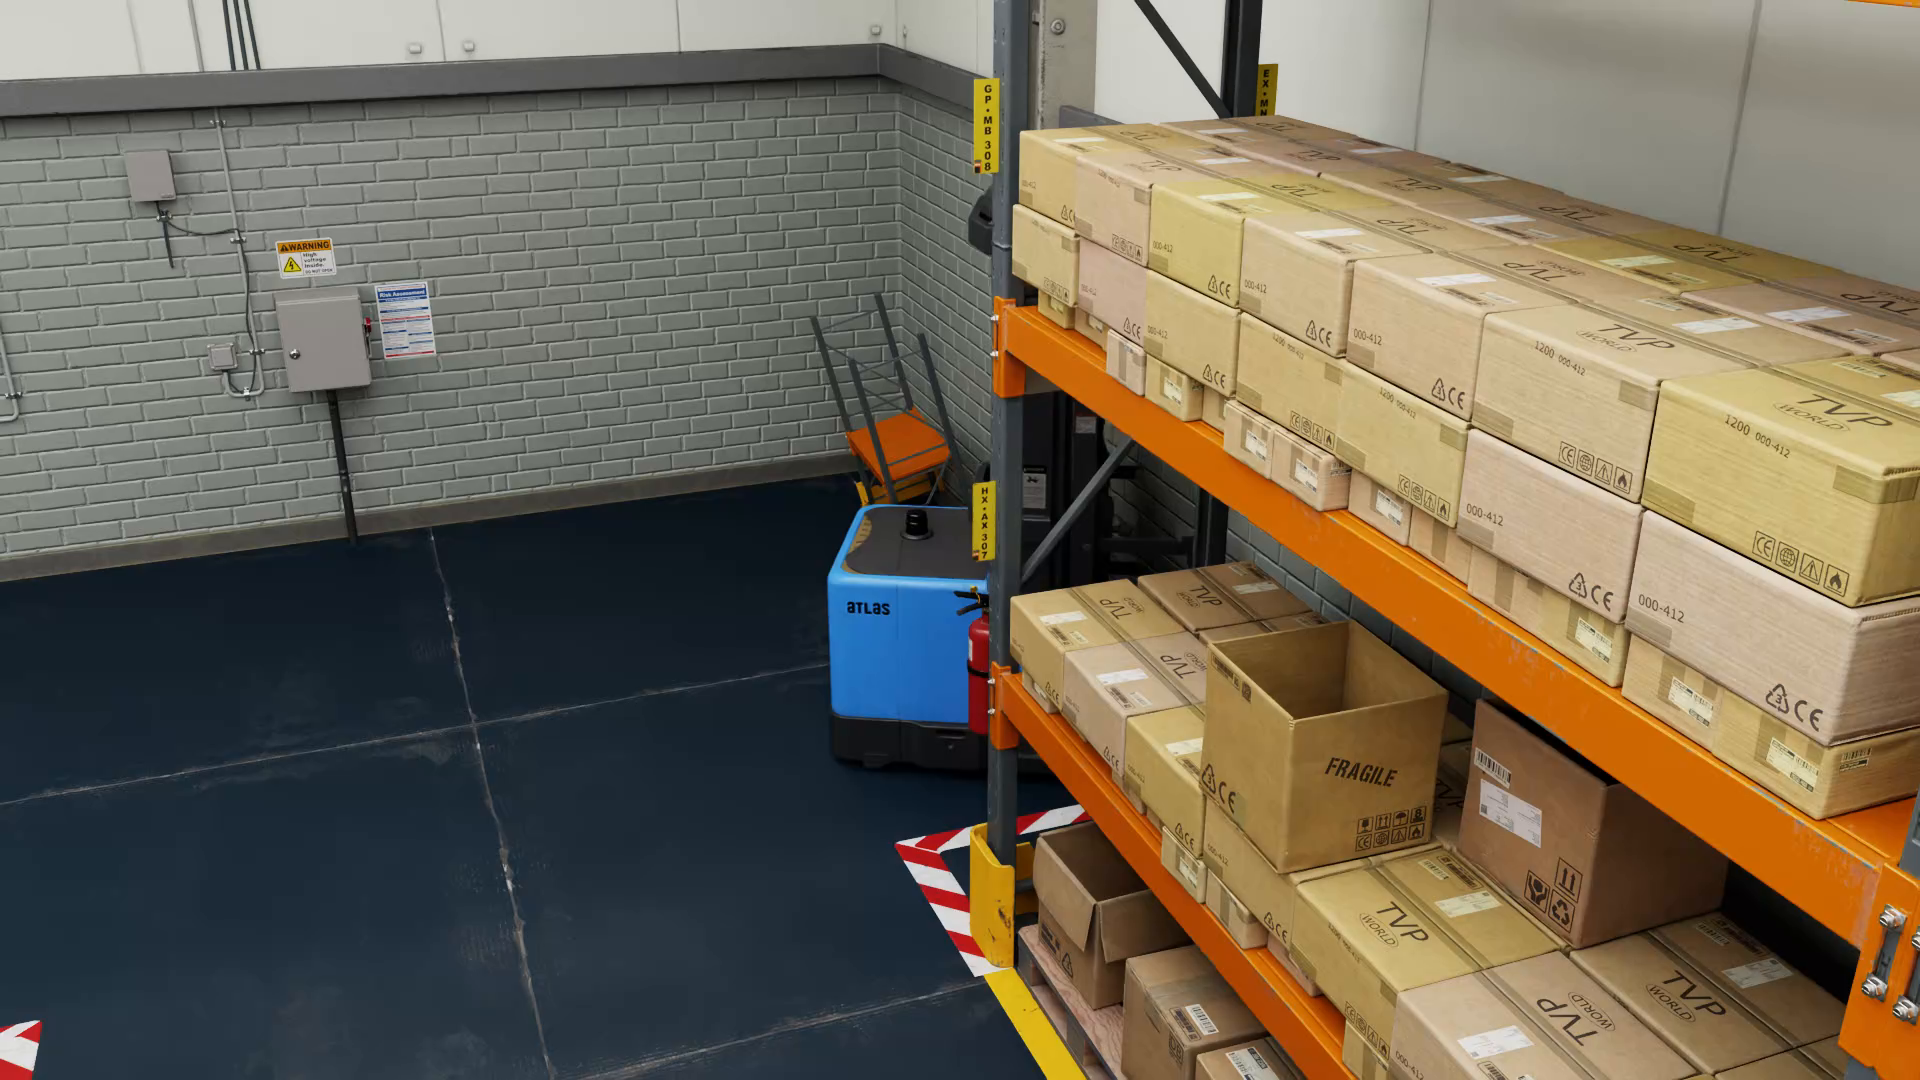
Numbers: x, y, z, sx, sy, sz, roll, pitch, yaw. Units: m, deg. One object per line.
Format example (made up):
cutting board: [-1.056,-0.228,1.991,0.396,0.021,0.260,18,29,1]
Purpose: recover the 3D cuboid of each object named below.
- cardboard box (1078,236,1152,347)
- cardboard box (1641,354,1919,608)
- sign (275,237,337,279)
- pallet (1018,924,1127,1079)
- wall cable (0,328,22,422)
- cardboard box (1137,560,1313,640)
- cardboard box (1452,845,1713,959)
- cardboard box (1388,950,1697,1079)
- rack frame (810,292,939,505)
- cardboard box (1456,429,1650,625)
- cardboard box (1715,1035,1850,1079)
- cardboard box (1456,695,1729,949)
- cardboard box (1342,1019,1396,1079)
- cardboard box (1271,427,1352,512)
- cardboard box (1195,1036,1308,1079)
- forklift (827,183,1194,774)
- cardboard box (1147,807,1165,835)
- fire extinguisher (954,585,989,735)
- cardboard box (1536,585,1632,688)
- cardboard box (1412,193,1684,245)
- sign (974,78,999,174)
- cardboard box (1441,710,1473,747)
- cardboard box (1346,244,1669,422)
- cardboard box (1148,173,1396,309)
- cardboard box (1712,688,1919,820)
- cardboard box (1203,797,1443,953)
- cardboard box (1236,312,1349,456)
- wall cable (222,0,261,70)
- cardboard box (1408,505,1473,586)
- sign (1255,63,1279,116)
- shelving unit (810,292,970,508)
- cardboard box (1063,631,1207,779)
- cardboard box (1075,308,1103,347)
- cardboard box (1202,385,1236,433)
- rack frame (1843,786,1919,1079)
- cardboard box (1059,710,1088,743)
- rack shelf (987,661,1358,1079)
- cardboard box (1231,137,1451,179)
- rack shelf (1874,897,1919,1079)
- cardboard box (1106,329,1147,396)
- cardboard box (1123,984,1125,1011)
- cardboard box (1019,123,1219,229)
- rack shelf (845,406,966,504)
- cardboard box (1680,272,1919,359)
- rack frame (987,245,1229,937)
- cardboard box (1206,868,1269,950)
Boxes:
cardboard box: [0.704,-0.816,5.273,0.500,0.250,0.500,-8,24,-18]
cardboard box: [1.614,-0.124,2.987,0.500,0.250,0.500,-8,24,-19]
sign: [-4.160,-1.793,10.580,0.339,0.242,0.001,-8,24,-19]
pallet: [0.914,1.856,6.576,1.003,0.211,1.213,-8,24,-19]
wall cable: [-6.052,-1.593,9.818,0.585,1.953,0.123,-8,24,-19]
cardboard box: [1.015,0.316,6.448,0.500,0.250,0.500,-8,24,-17]
cardboard box: [1.731,1.053,4.700,0.500,0.250,0.500,-8,24,-18]
cardboard box: [1.418,1.307,4.097,0.500,0.250,0.500,-8,24,-19]
rack frame: [-0.571,-0.910,11.346,0.500,1.500,0.032,-21,27,-10]
cardboard box: [1.419,-0.072,3.507,0.500,0.250,0.500,-9,25,-21]
cardboard box: [2.095,1.422,3.825,0.500,0.250,0.500,-9,24,-20]
cardboard box: [1.740,0.716,4.535,0.500,0.500,0.500,-9,24,-20]
cardboard box: [1.258,1.370,4.460,0.380,0.149,0.250,-9,24,-20]
cardboard box: [1.042,-0.205,4.336,0.380,0.149,0.250,-8,24,-18]
cardboard box: [1.090,1.969,5.395,0.500,0.500,0.500,-8,24,-18]
forklift: [0.889,-0.312,8.217,3.031,2.935,1.130,3,23,6]
cardboard box: [0.853,0.899,5.579,0.380,0.149,0.250,-8,24,-18]
fire extinguisher: [0.120,0.471,6.851,0.296,0.674,0.183,-8,24,-19]
cardboard box: [1.444,0.162,3.465,0.380,0.149,0.250,-8,24,-17]
cardboard box: [1.549,-0.744,4.457,0.500,0.250,0.500,-8,24,-19]
sign: [0.097,-1.457,5.858,0.100,0.325,0.005,-8,24,-19]
cardboard box: [1.367,0.684,5.575,0.500,0.250,0.500,-8,24,-17]
cardboard box: [1.255,-0.493,3.861,0.500,0.250,0.500,-8,24,-18]
cardboard box: [0.878,-0.864,4.741,0.500,0.250,0.500,-9,24,-20]
cardboard box: [1.614,0.350,3.019,0.380,0.149,0.250,-9,24,-19]
cardboard box: [1.073,0.937,4.975,0.500,0.250,0.500,-9,24,-20]
cardboard box: [1.078,-0.444,4.389,0.500,0.250,0.500,-9,24,-20]
wall cable: [-2.987,-4.345,9.924,2.988,3.039,0.133,-8,24,-19]
cardboard box: [1.294,-0.029,3.918,0.380,0.149,0.250,-8,24,-17]
sign: [1.130,-1.606,6.196,0.100,0.325,0.005,-8,24,-19]
shelving unit: [-0.421,-0.726,10.907,0.587,1.500,1.083,-21,27,-10]
cardboard box: [0.691,0.570,5.845,0.500,0.250,0.500,-8,24,-18]
cardboard box: [0.616,-0.774,5.685,0.380,0.149,0.250,-8,24,-18]
cardboard box: [0.927,-0.398,4.794,0.380,0.149,0.250,-9,24,-20]
rack frame: [2.017,1.707,3.339,1.000,3.000,0.127,-8,24,-19]
cardboard box: [0.597,0.612,6.259,0.380,0.149,0.250,-8,24,-18]
rack shelf: [1.311,1.311,5.203,1.077,0.370,4.000,-8,24,-19]
cardboard box: [1.205,-1.115,5.338,0.500,0.250,0.500,-9,25,-21]
rack shelf: [2.724,1.383,1.172,1.077,0.370,4.000,-8,24,-19]
cardboard box: [0.683,-0.574,5.210,0.380,0.149,0.250,-8,24,-18]
cardboard box: [0.845,1.768,6.322,0.380,0.149,0.250,-9,25,-21]
cardboard box: [0.526,-1.232,5.614,0.500,0.250,0.500,-9,24,-20]
rack shelf: [-0.373,-0.568,10.979,0.538,0.185,1.000,-21,27,-10]
cardboard box: [1.911,-0.379,3.591,0.500,0.250,0.500,-9,24,-20]
rack frame: [0.604,0.253,6.787,1.000,3.000,0.127,-8,24,-19]
cardboard box: [0.984,1.094,5.116,0.380,0.149,0.250,-8,24,-18]
